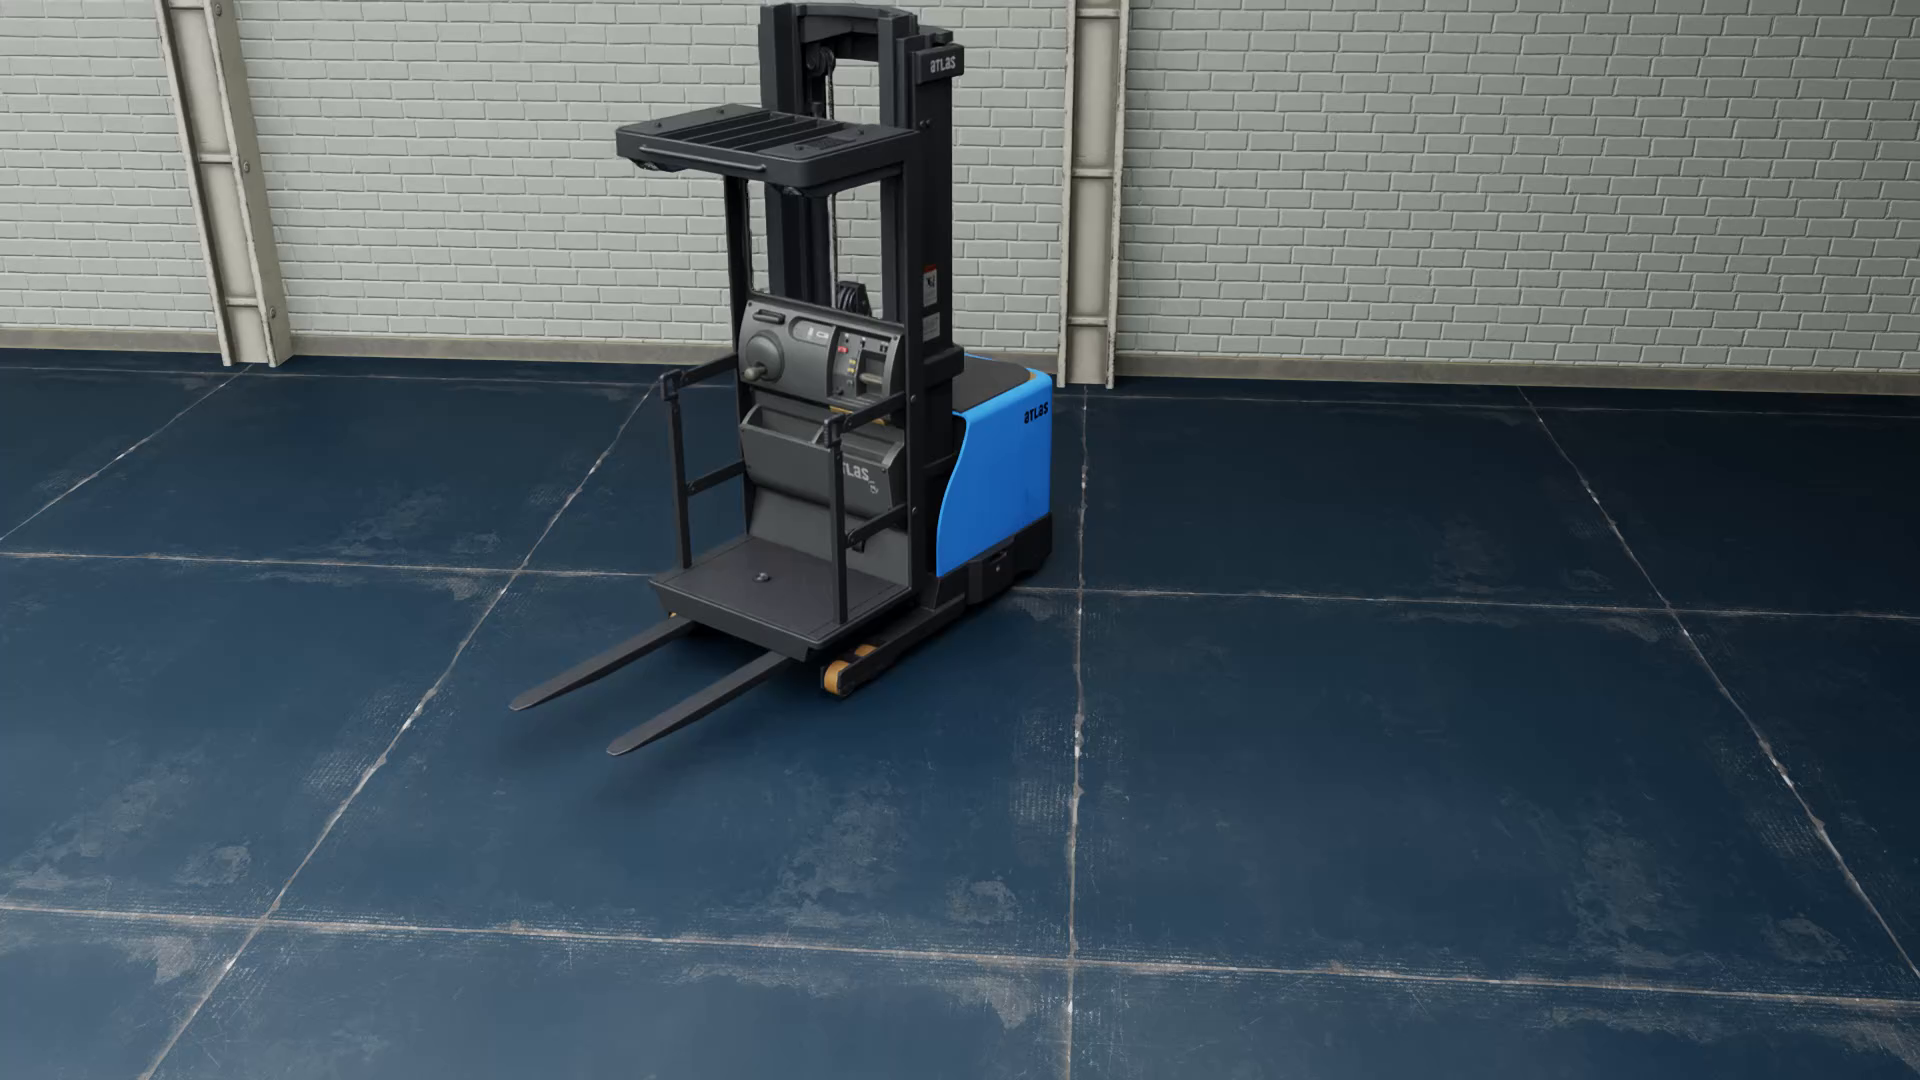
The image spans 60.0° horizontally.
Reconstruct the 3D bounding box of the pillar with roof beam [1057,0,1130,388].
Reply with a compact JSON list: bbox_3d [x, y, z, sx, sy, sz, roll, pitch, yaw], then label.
[{"bbox_3d":[0.553,-3.416,5.908,0.400,9.000,9.100,2,25,4],"label":"pillar with roof beam"}]

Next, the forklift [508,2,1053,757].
[{"bbox_3d":[-0.783,-0.839,7.567,1.130,2.935,3.031,17,30,33],"label":"forklift"}]

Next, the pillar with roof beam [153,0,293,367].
[{"bbox_3d":[-5.429,-3.608,6.326,0.400,9.000,9.100,2,25,4],"label":"pillar with roof beam"}]
